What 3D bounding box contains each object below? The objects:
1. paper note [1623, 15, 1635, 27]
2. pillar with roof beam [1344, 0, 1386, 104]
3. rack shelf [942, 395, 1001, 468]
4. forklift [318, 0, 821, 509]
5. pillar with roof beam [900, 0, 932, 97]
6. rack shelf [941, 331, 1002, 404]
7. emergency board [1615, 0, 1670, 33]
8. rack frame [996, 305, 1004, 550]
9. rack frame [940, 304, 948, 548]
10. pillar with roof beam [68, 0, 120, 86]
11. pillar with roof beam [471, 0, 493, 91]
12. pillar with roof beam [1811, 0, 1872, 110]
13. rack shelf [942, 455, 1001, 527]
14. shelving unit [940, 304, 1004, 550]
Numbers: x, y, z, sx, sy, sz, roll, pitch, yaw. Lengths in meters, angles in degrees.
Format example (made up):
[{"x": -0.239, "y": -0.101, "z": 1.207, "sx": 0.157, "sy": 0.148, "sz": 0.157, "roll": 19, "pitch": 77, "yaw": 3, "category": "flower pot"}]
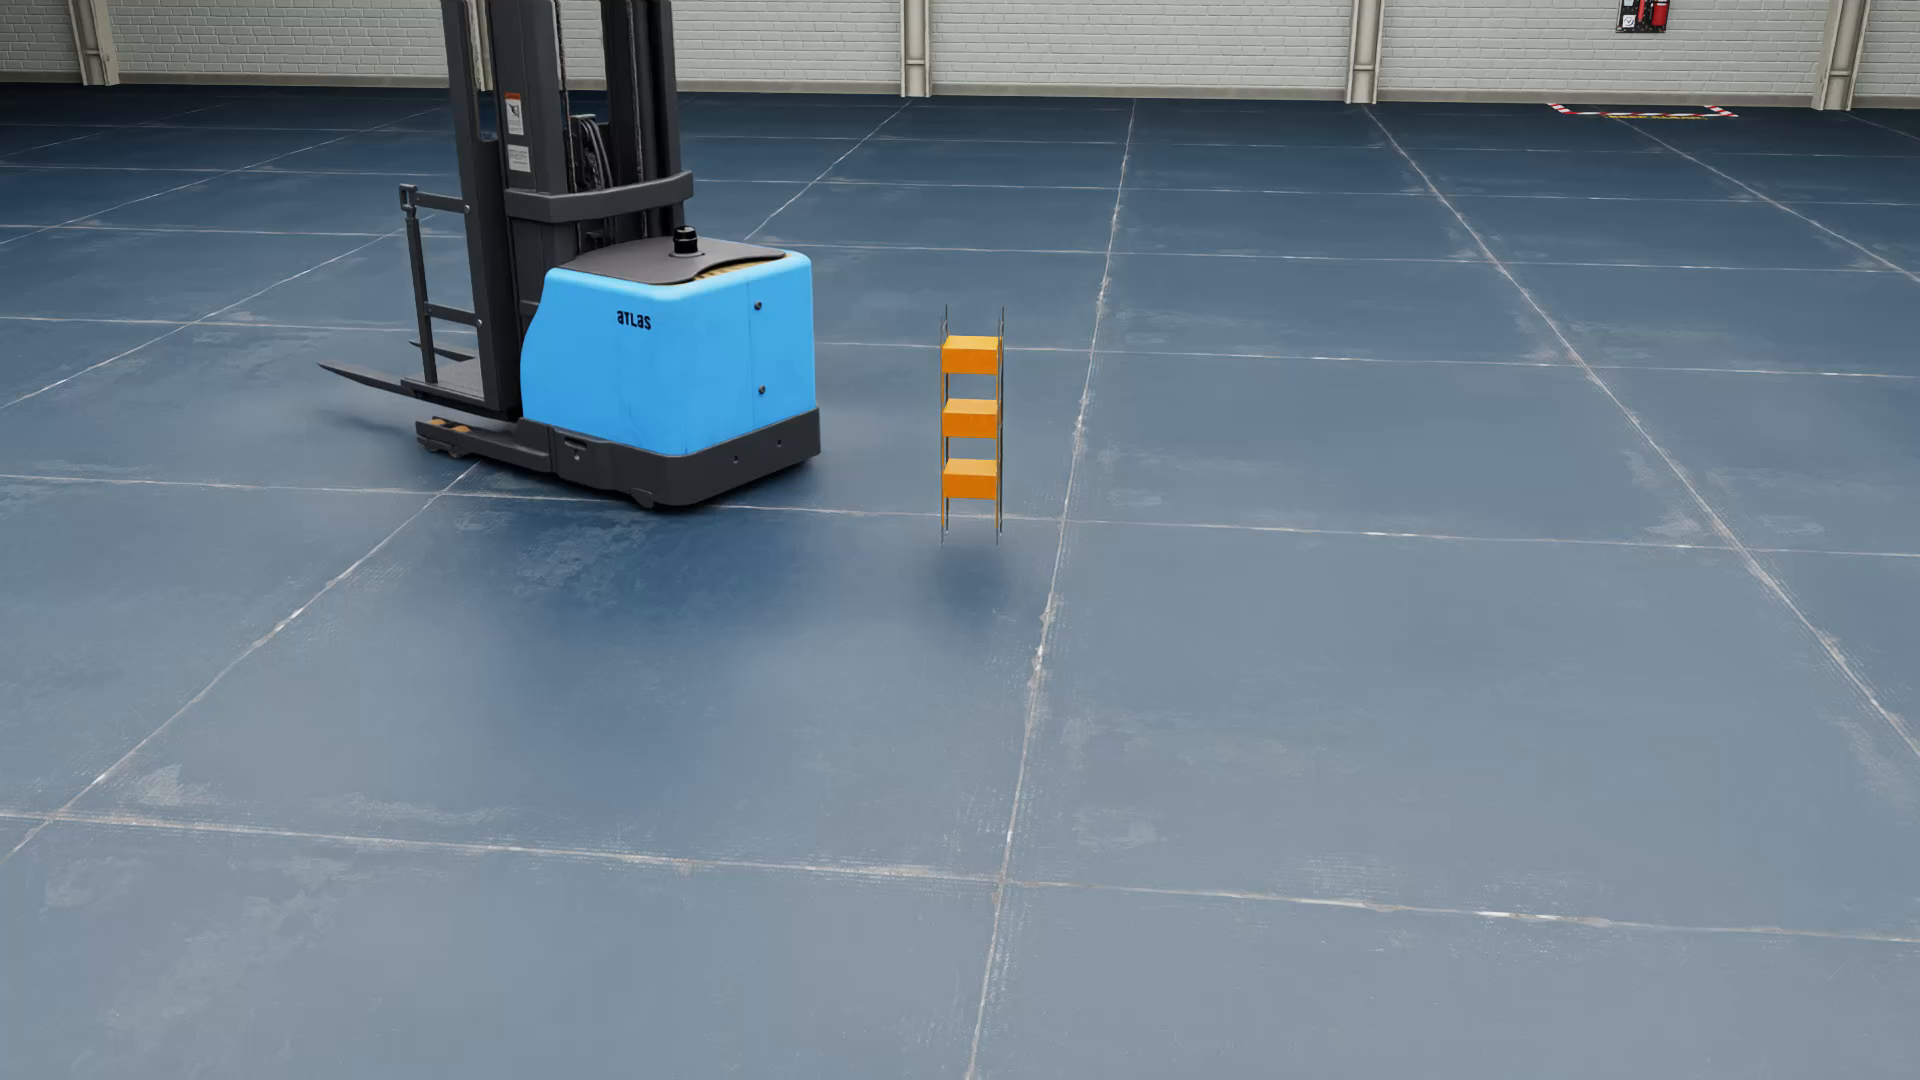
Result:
[{"x": 8.703, "y": -6.750, "z": 21.630, "sx": 0.142, "sy": 0.148, "sz": 0.016, "roll": 2, "pitch": 22, "yaw": 6, "category": "paper note"}, {"x": 4.855, "y": -8.483, "z": 16.658, "sx": 0.400, "sy": 9.000, "sz": 9.100, "roll": 2, "pitch": 22, "yaw": 6, "category": "pillar with roof beam"}, {"x": 0.053, "y": -0.476, "z": 7.245, "sx": 0.240, "sy": 0.259, "sz": 0.215, "roll": 2, "pitch": 22, "yaw": 6, "category": "rack shelf"}, {"x": -2.191, "y": -1.920, "z": 8.310, "sx": 3.031, "sy": 2.935, "sz": 1.130, "roll": 15, "pitch": 26, "yaw": 33, "category": "forklift"}, {"x": -1.103, "y": -8.743, "z": 17.314, "sx": 0.400, "sy": 9.000, "sz": 9.100, "roll": 2, "pitch": 22, "yaw": 6, "category": "pillar with roof beam"}, {"x": 0.053, "y": -0.740, "z": 7.141, "sx": 0.240, "sy": 0.259, "sz": 0.215, "roll": 2, "pitch": 22, "yaw": 6, "category": "rack shelf"}, {"x": 8.871, "y": -7.126, "z": 21.385, "sx": 0.643, "sy": 1.169, "sz": 0.194, "roll": 2, "pitch": 22, "yaw": 6, "category": "emergency board"}, {"x": 0.174, "y": -0.481, "z": 7.228, "sx": 0.008, "sy": 1.050, "sz": 0.200, "roll": 2, "pitch": 22, "yaw": 6, "category": "rack frame"}, {"x": -0.068, "y": -0.491, "z": 7.254, "sx": 0.008, "sy": 1.050, "sz": 0.200, "roll": 2, "pitch": 22, "yaw": 6, "category": "rack frame"}, {"x": -13.020, "y": -9.262, "z": 18.628, "sx": 0.400, "sy": 9.000, "sz": 9.100, "roll": 2, "pitch": 22, "yaw": 6, "category": "pillar with roof beam"}, {"x": -7.061, "y": -9.002, "z": 17.971, "sx": 0.400, "sy": 9.000, "sz": 9.100, "roll": 2, "pitch": 22, "yaw": 6, "category": "pillar with roof beam"}, {"x": 10.814, "y": -8.224, "z": 16.001, "sx": 0.400, "sy": 9.000, "sz": 9.100, "roll": 2, "pitch": 22, "yaw": 6, "category": "pillar with roof beam"}, {"x": 0.053, "y": -0.218, "z": 7.347, "sx": 0.240, "sy": 0.259, "sz": 0.215, "roll": 2, "pitch": 22, "yaw": 6, "category": "rack shelf"}, {"x": 0.053, "y": -0.486, "z": 7.241, "sx": 0.252, "sy": 1.050, "sz": 0.215, "roll": 2, "pitch": 22, "yaw": 6, "category": "shelving unit"}]
